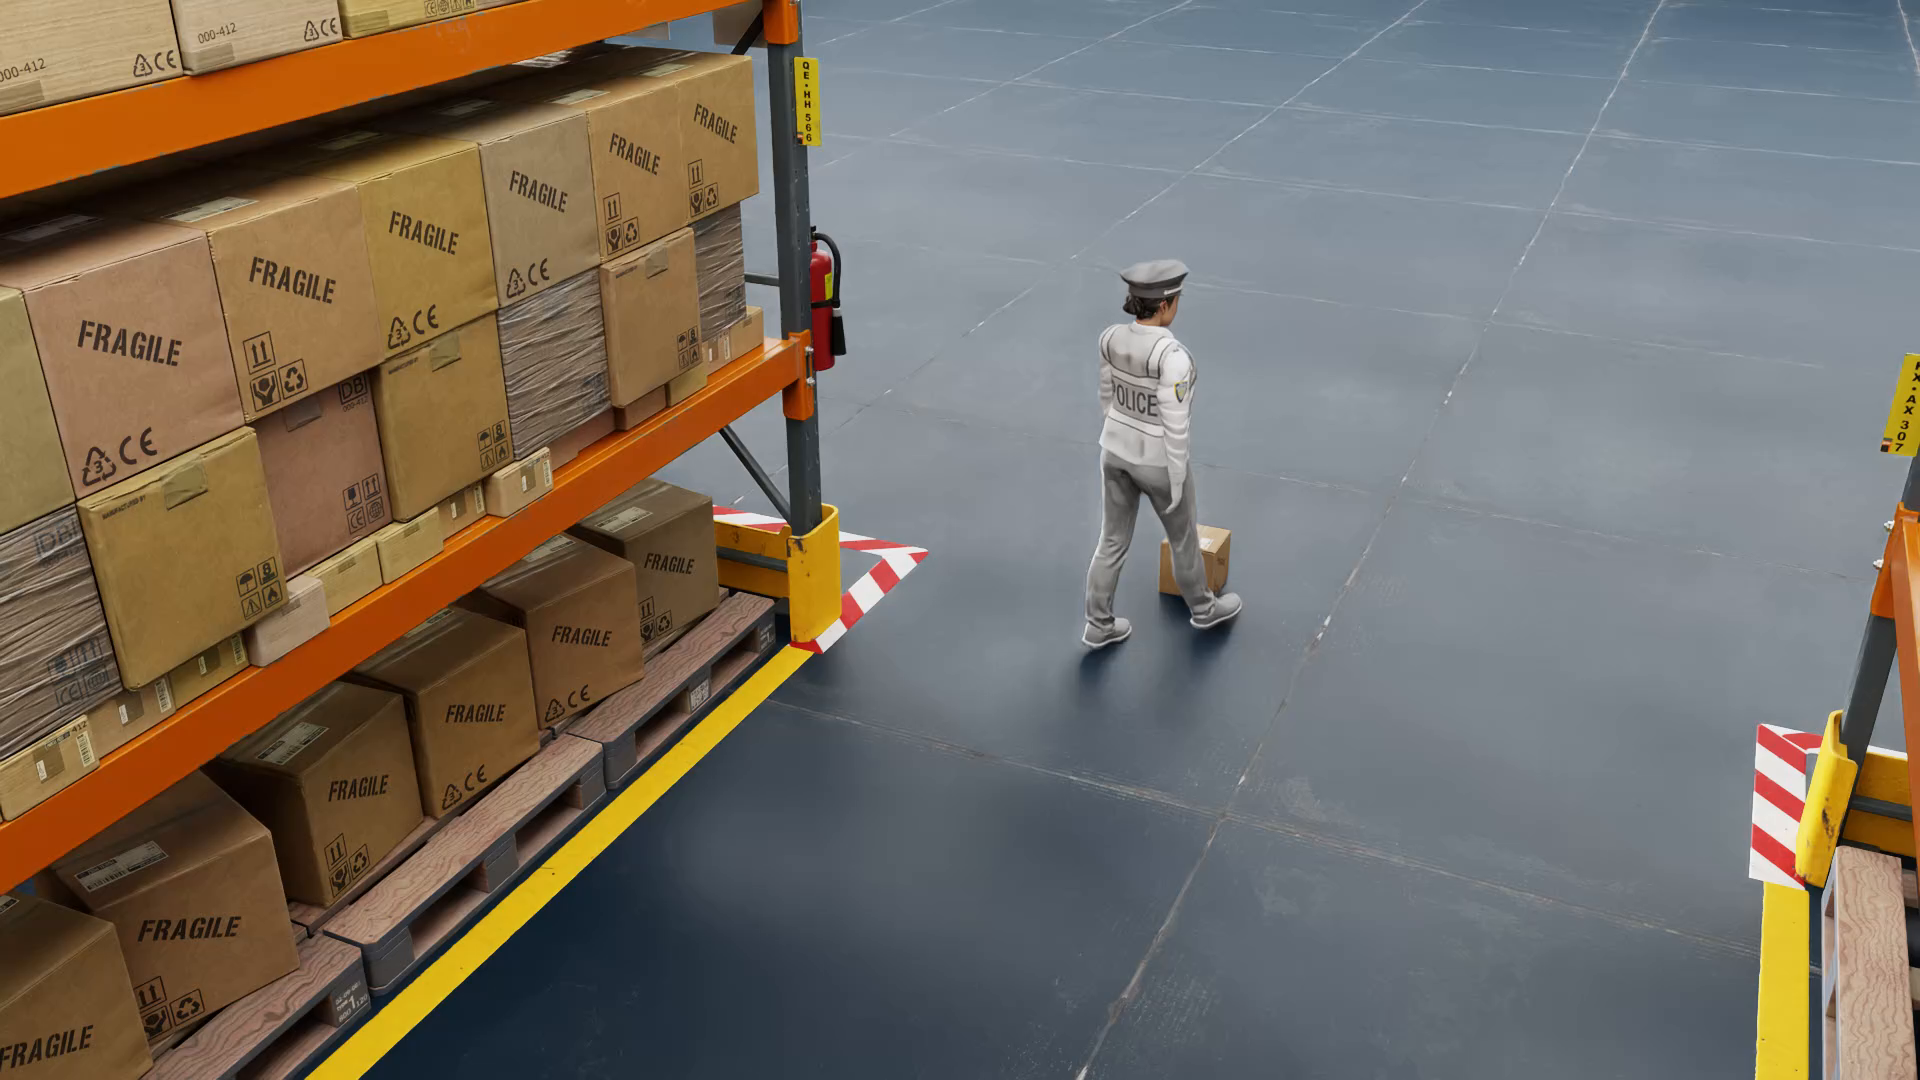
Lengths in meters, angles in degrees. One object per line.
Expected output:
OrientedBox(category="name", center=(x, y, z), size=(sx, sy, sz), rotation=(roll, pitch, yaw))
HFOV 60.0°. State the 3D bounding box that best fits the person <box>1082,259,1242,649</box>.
OrientedBox(category="person", center=(0.835, -0.360, 6.816), size=(0.499, 1.659, 0.728), rotation=(24, 35, 39))
